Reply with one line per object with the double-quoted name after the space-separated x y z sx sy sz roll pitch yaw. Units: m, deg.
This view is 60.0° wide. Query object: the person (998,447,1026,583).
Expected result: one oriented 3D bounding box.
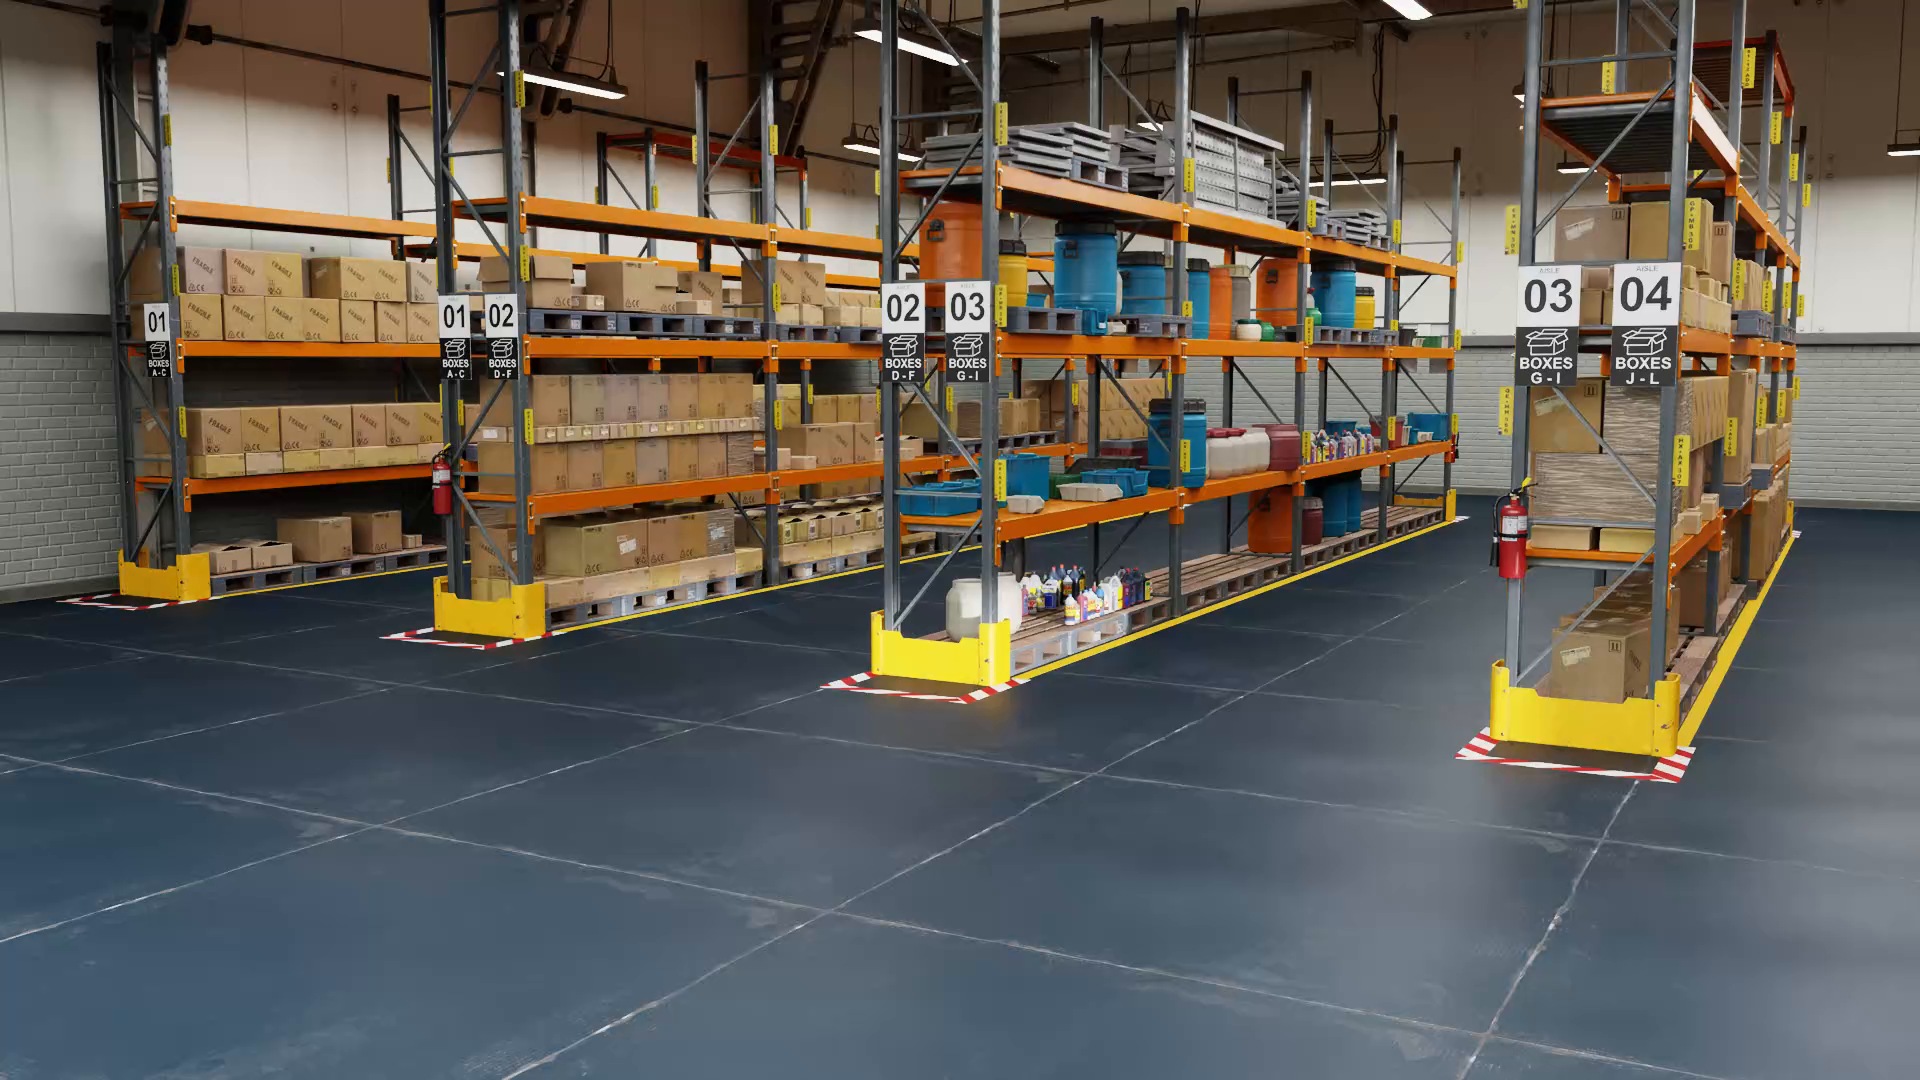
0.525 -0.184 18.127 0.530 1.656 0.346 3 7 26 "person"
